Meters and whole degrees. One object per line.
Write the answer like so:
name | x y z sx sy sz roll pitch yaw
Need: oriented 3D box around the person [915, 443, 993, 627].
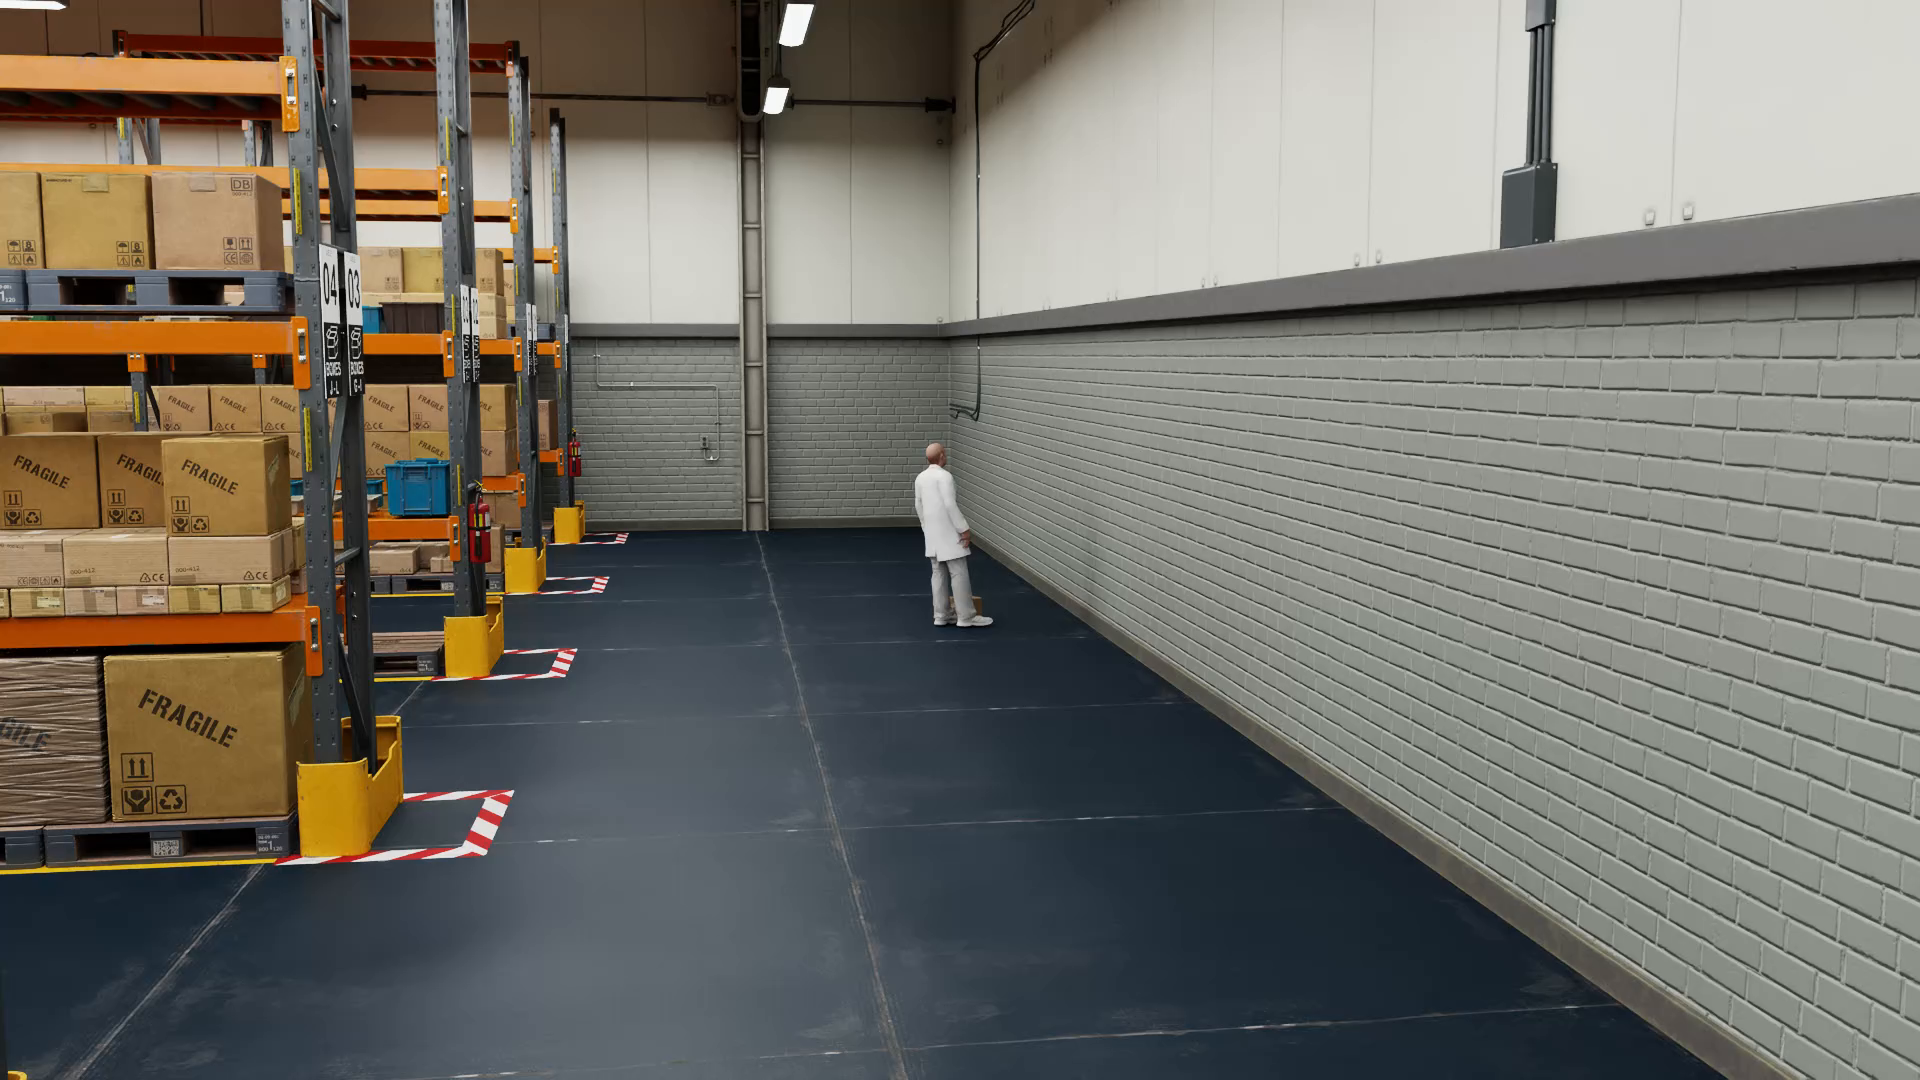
person | -0.084 -0.059 16.230 0.581 1.775 0.696 -5 8 -37
